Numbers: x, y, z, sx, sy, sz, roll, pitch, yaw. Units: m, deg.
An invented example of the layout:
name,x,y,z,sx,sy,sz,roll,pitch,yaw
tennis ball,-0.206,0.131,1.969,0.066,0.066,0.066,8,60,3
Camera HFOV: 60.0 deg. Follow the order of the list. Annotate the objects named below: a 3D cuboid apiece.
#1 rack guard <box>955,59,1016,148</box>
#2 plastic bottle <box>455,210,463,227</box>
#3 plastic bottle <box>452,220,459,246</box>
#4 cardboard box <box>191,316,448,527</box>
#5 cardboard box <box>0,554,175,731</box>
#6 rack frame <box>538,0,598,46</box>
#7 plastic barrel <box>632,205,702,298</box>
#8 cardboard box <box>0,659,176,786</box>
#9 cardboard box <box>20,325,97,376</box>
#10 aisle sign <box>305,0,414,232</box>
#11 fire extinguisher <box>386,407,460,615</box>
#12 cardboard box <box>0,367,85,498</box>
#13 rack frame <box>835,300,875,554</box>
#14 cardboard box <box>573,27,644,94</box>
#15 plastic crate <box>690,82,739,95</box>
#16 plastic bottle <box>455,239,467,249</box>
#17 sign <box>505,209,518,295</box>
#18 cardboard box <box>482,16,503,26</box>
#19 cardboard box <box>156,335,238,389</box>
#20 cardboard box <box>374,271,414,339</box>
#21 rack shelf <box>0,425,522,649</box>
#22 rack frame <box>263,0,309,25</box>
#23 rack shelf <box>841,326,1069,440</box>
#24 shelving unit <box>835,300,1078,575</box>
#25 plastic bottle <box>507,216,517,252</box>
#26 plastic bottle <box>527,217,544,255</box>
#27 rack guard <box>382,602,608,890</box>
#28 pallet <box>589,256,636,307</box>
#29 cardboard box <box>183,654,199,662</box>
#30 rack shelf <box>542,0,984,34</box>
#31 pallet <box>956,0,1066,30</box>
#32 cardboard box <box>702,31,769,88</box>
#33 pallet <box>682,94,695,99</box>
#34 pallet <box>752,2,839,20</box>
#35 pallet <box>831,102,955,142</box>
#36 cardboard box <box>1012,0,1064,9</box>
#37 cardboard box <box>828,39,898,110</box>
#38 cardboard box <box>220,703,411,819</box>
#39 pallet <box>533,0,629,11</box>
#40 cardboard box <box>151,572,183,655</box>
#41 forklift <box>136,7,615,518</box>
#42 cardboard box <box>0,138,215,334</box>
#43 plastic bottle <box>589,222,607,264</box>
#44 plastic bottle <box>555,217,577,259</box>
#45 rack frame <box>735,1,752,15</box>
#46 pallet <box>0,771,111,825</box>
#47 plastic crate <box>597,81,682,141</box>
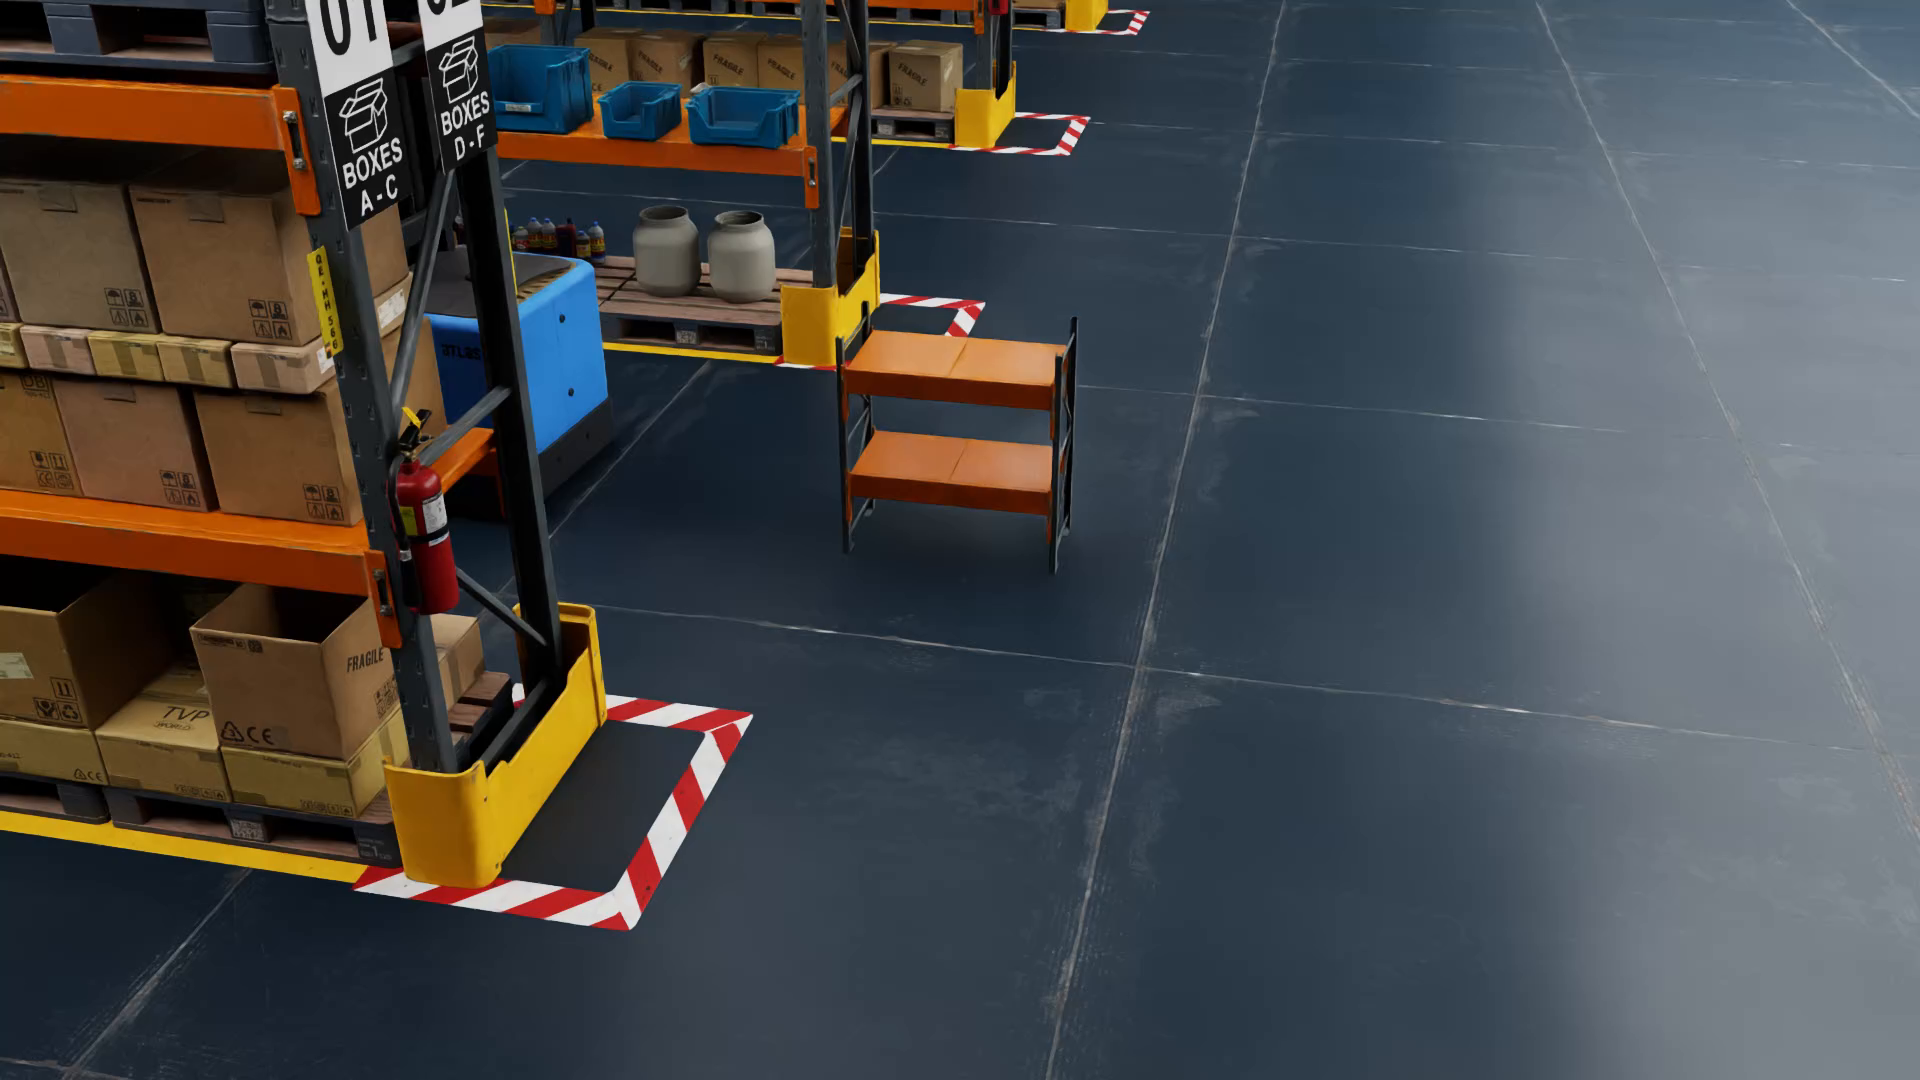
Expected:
name,x,y,z,sx,sy,sz,roll,pitch,yaw
rack guard,0.231,-3.914,14.878,0.348,0.500,1.175,6,29,11
plastic bottle,-3.447,-2.128,11.314,0.185,0.351,0.144,6,29,10
plastic bottle,-3.443,-2.048,11.237,0.133,0.283,0.061,6,29,11
cardboard box,-2.220,-0.447,5.840,0.500,0.500,0.700,6,29,11
cardboard box,-3.334,0.335,6.160,0.500,0.500,0.500,6,29,11
rack frame,-3.606,-5.404,14.997,0.127,3.000,1.000,6,29,11
plastic barrel,-1.878,-1.850,10.659,0.421,0.512,0.421,0,29,0
cardboard box,-3.334,0.662,6.343,0.500,0.250,0.500,6,29,11
cardboard box,-2.932,-0.705,5.635,0.250,0.149,0.380,6,29,11
aisle sign,-1.764,-1.347,4.879,0.004,0.787,0.394,6,29,11
fire extinguisher,-1.748,-0.087,5.366,0.183,0.674,0.296,6,29,11
cardboard box,-3.219,-0.550,6.028,0.500,0.500,0.700,6,29,11
rack frame,-0.504,-0.545,8.074,0.032,1.125,0.500,6,29,11
cardboard box,-3.223,-4.433,15.389,0.500,0.500,0.500,5,29,9
plastic crate,-1.536,-2.802,10.519,0.250,0.136,0.298,6,29,11
plastic bottle,-3.155,-1.753,10.628,0.185,0.351,0.144,7,29,13
sign,-1.645,-1.025,6.015,0.005,0.325,0.100,6,29,11
cardboard box,-4.665,-4.629,15.726,0.500,0.500,0.700,6,29,10
cardboard box,-2.436,-0.654,5.541,0.250,0.149,0.380,7,29,12
cardboard box,-2.105,-0.820,5.844,0.250,0.149,0.380,6,29,10
rack shelf,-3.722,-0.236,6.306,4.000,0.370,1.077,6,29,11
rack frame,-1.767,-2.982,4.326,0.127,3.000,1.000,6,29,11
rack shelf,-0.007,-0.751,7.841,1.000,0.278,0.538,6,29,11
shelving unit,-0.007,-0.494,7.981,1.048,1.125,0.538,6,29,11
plastic bottle,-3.068,-2.066,11.283,0.097,0.271,0.097,0,29,0
plastic bottle,-2.870,-2.045,11.246,0.097,0.271,0.097,0,29,0
rack guard,-1.743,0.748,6.363,0.348,0.500,1.175,6,29,11
pallet,-2.796,-1.646,11.037,1.213,0.211,1.003,6,29,11
cardboard box,-2.734,0.464,6.704,0.500,0.250,0.500,6,29,11
rack shelf,-1.650,-4.888,14.803,4.000,0.370,1.077,6,29,11
pallet,0.642,-6.142,19.249,1.213,0.211,1.003,6,29,11
cardboard box,-2.038,-4.353,15.244,0.500,0.500,0.500,3,29,6
pallet,-2.942,-4.130,15.574,1.213,0.211,1.003,6,29,11
pallet,-1.744,-6.387,19.696,1.213,0.211,1.003,6,29,11
pallet,-0.556,-3.885,15.127,1.213,0.211,1.003,6,29,11
cardboard box,0.763,-6.611,18.977,0.875,0.875,0.875,6,29,11
cardboard box,-0.893,-4.205,14.972,0.500,0.500,0.500,14,32,24
cardboard box,-2.353,0.756,6.171,0.500,0.250,0.500,6,29,11
pallet,-4.438,-6.663,20.201,1.213,0.211,1.003,6,29,11
cardboard box,-3.226,0.091,6.606,0.500,0.500,0.500,6,29,11
forklift,-3.470,-1.798,8.482,3.031,2.935,1.130,8,30,15
cardboard box,-2.788,-1.072,5.629,0.500,0.500,0.700,5,29,9
plastic bottle,-2.437,-2.001,11.164,0.097,0.271,0.097,0,29,0
plastic bottle,-2.654,-2.038,11.219,0.133,0.283,0.061,6,29,11
rack frame,-2.471,-7.723,19.233,0.127,3.000,1.000,6,29,11
pallet,-3.713,0.692,6.766,1.213,0.211,1.003,6,29,11
plastic crate,-1.914,-2.589,10.010,0.408,0.251,0.499,6,29,11
